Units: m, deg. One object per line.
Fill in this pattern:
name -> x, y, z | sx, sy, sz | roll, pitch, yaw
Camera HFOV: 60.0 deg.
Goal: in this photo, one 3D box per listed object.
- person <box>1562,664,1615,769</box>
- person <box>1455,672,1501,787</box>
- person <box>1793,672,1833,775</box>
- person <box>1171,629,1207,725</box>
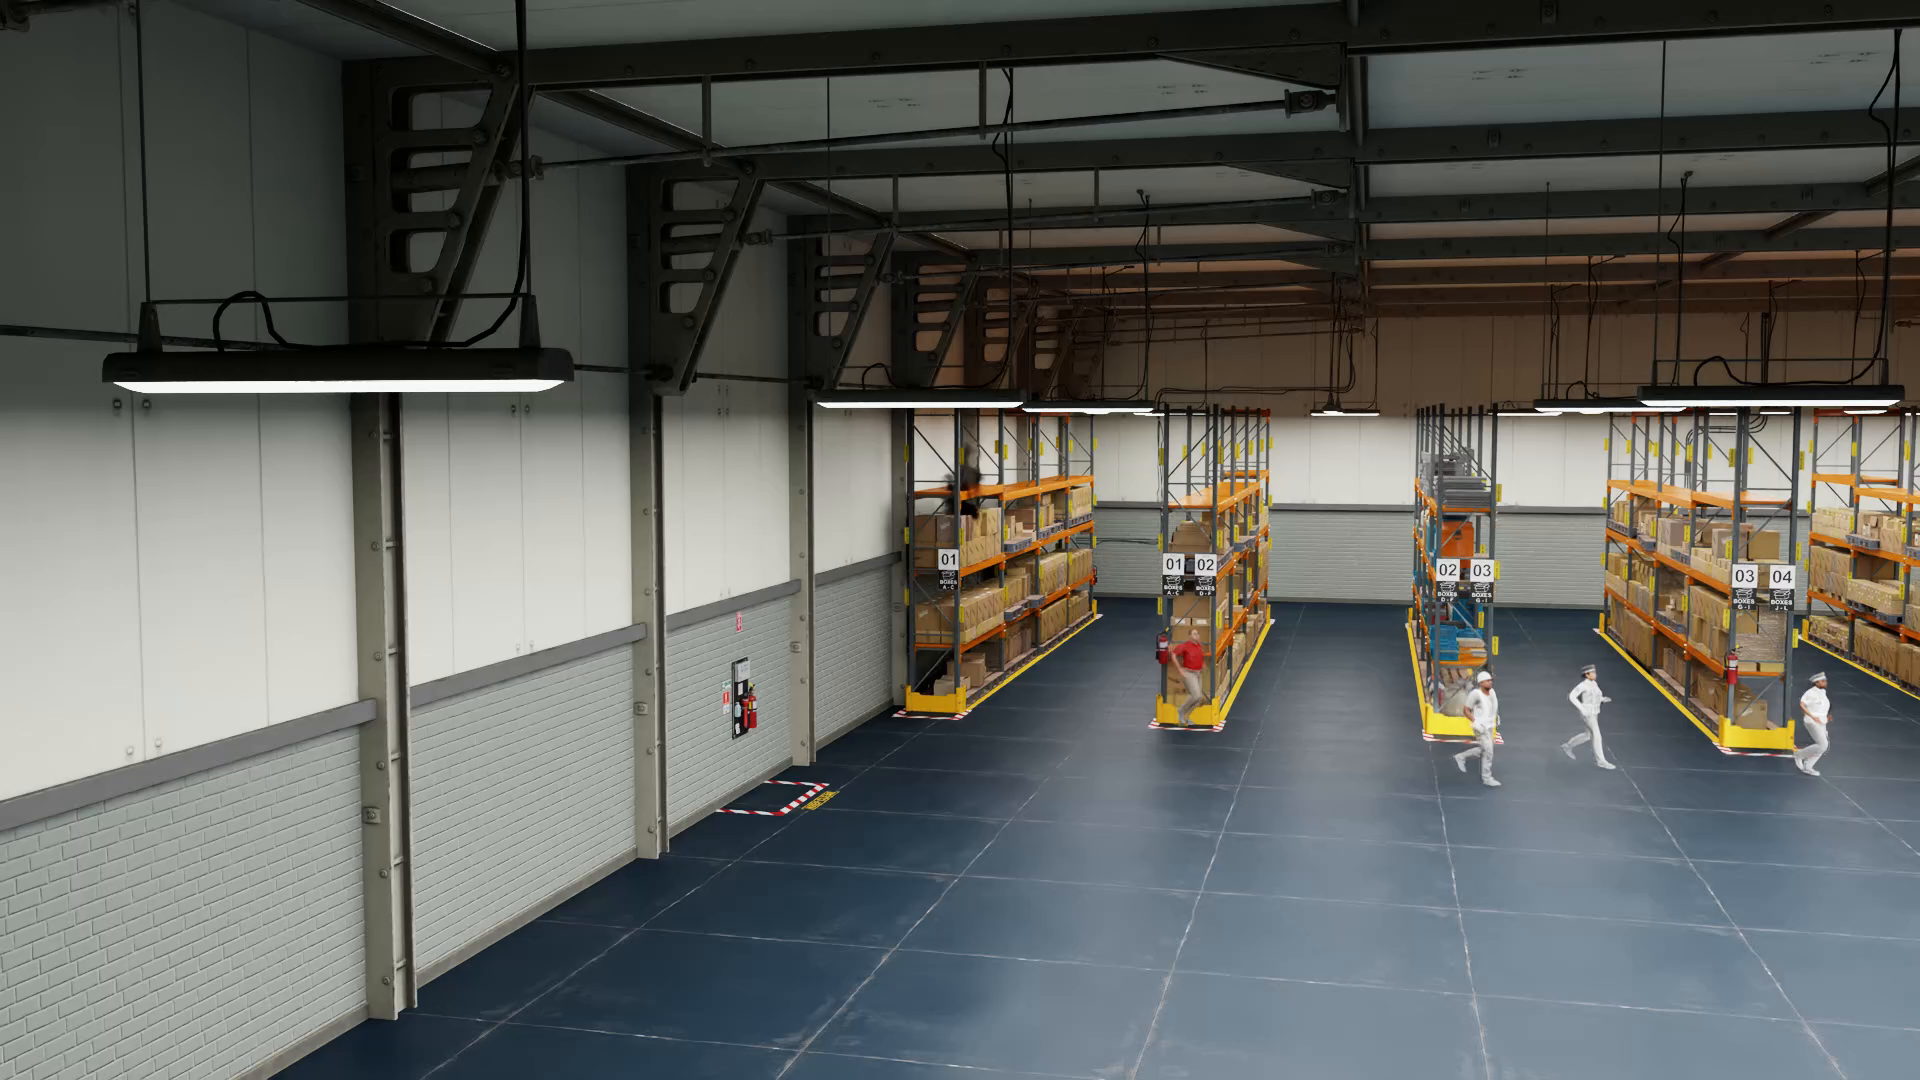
person -> 10.341, 2.868, 27.348 | 0.936, 1.676, 0.616 | 4, 6, 42
person -> 8.145, 2.935, 26.095 | 0.679, 1.772, 0.831 | -4, 6, -42
person -> 13.812, 2.950, 26.836 | 0.607, 1.659, 0.509 | -3, 5, -40
person -> 4.154, 2.444, 29.638 | 0.548, 1.717, 0.658 | 4, 6, 44
